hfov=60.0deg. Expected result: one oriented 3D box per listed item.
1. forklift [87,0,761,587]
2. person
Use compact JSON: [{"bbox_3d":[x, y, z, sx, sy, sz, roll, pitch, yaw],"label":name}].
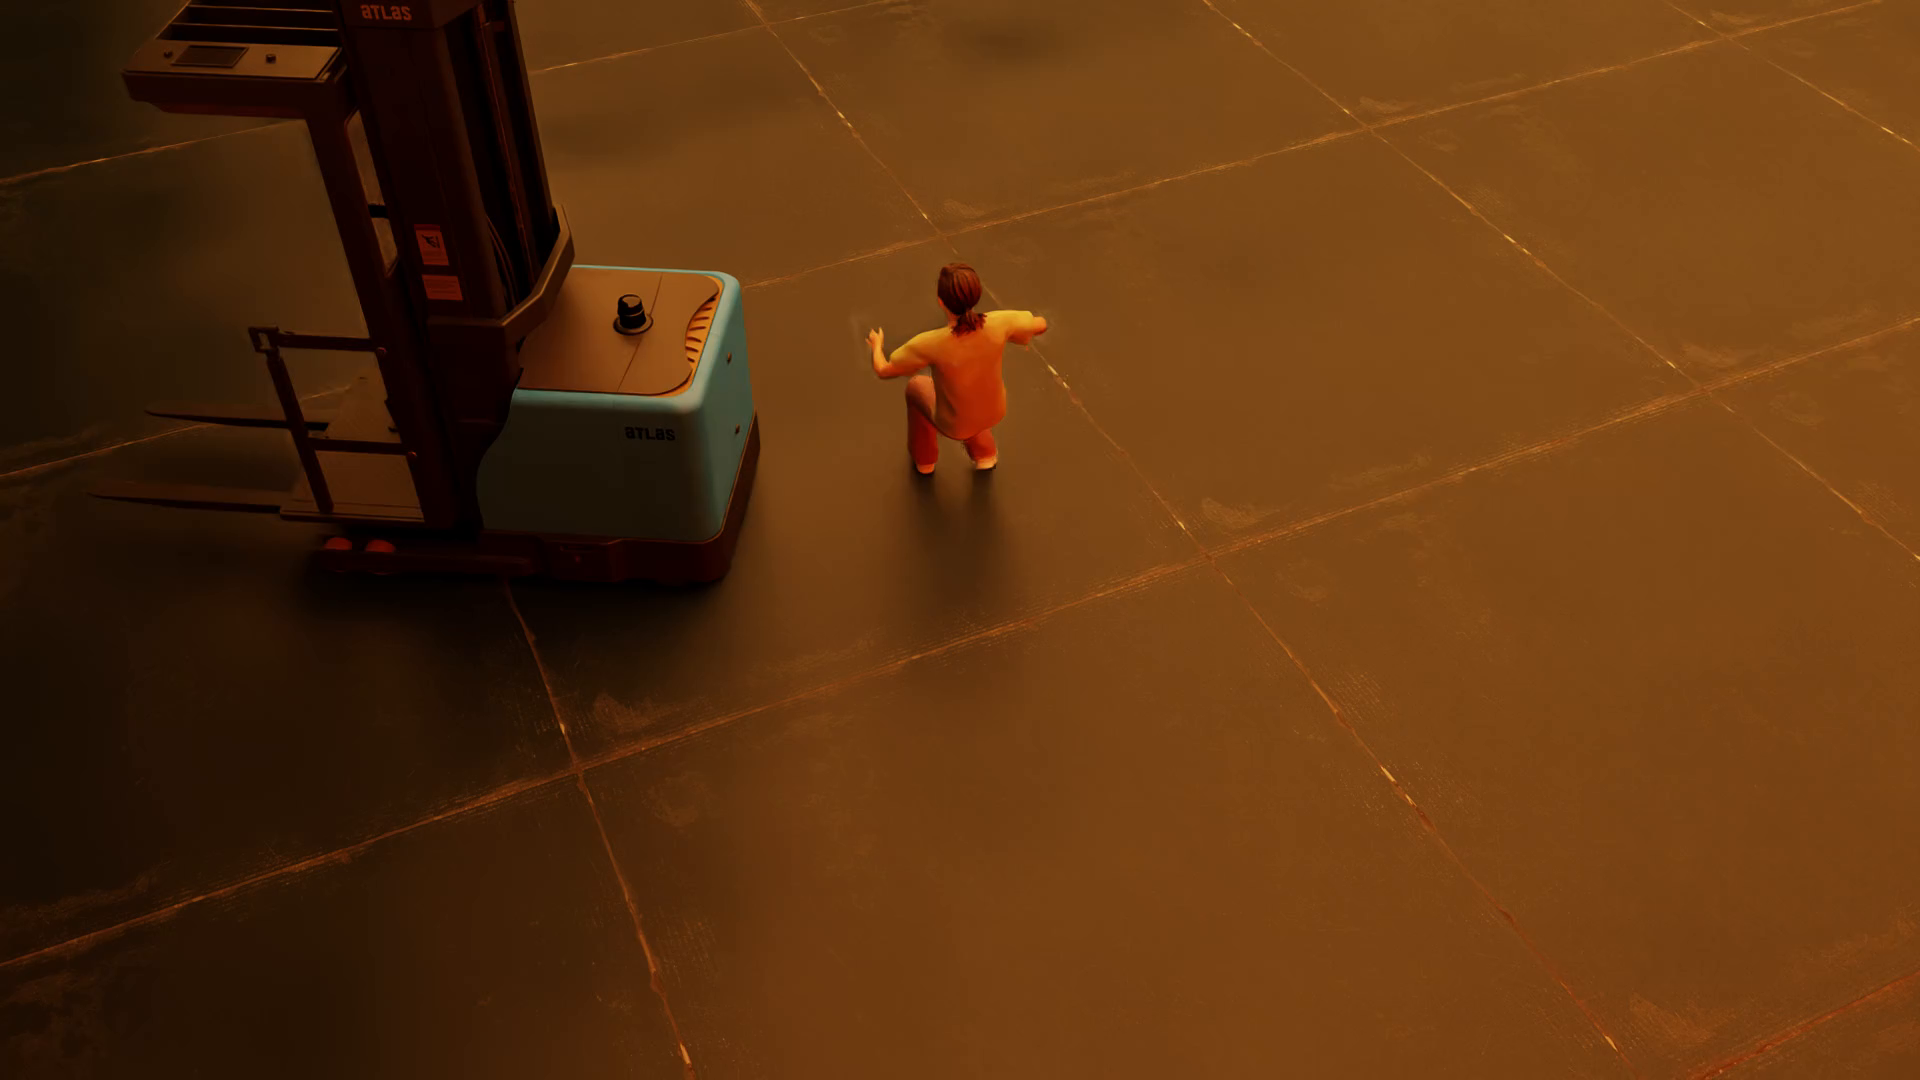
[{"bbox_3d":[-2.530,-1.266,7.037,3.031,2.935,1.130,3,43,4],"label":"forklift"},{"bbox_3d":[-0.080,-0.772,7.618,0.800,1.436,0.835,-22,47,-22],"label":"person"}]
